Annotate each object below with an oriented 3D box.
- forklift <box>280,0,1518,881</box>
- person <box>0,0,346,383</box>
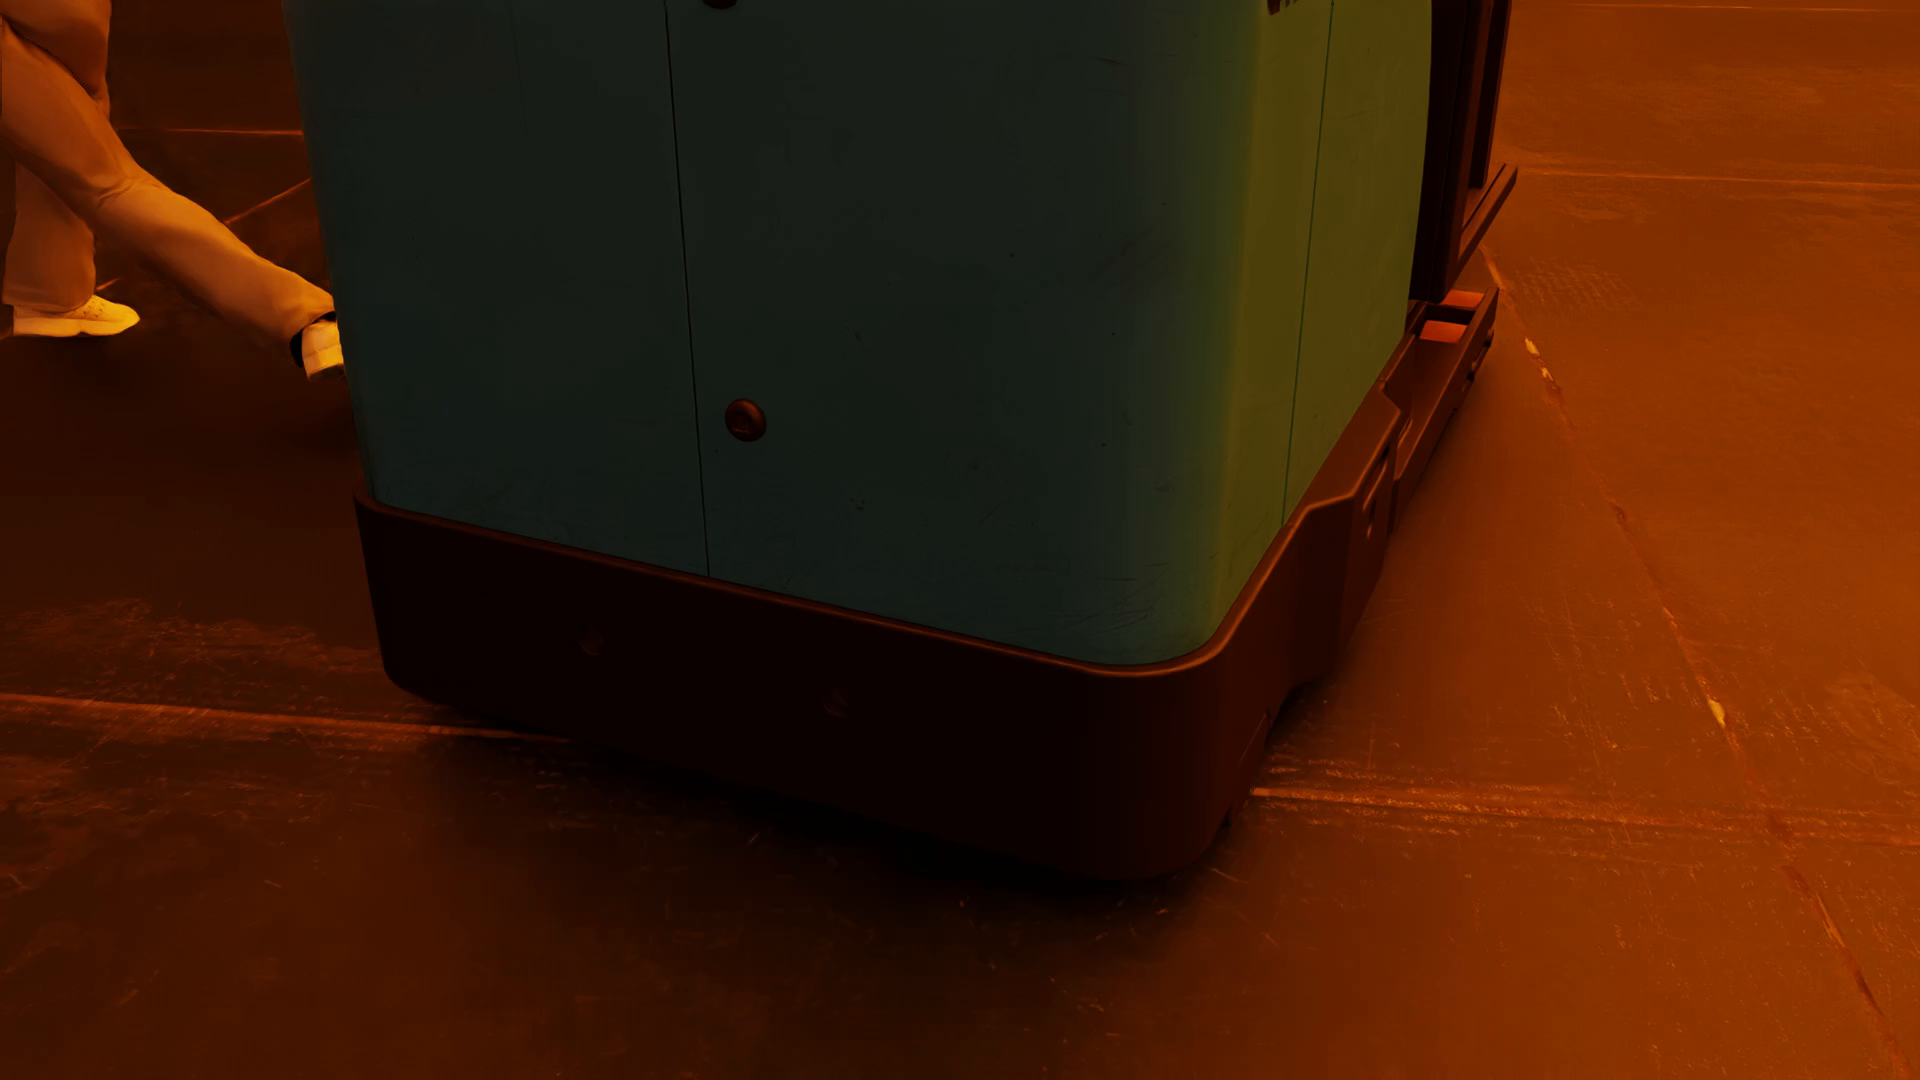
[{"bbox_3d":[0.357,-1.604,2.432,1.130,2.935,3.031,11,29,22],"label":"forklift"},{"bbox_3d":[-1.453,-0.997,2.927,0.827,1.462,1.040,-8,27,-15],"label":"person"}]
